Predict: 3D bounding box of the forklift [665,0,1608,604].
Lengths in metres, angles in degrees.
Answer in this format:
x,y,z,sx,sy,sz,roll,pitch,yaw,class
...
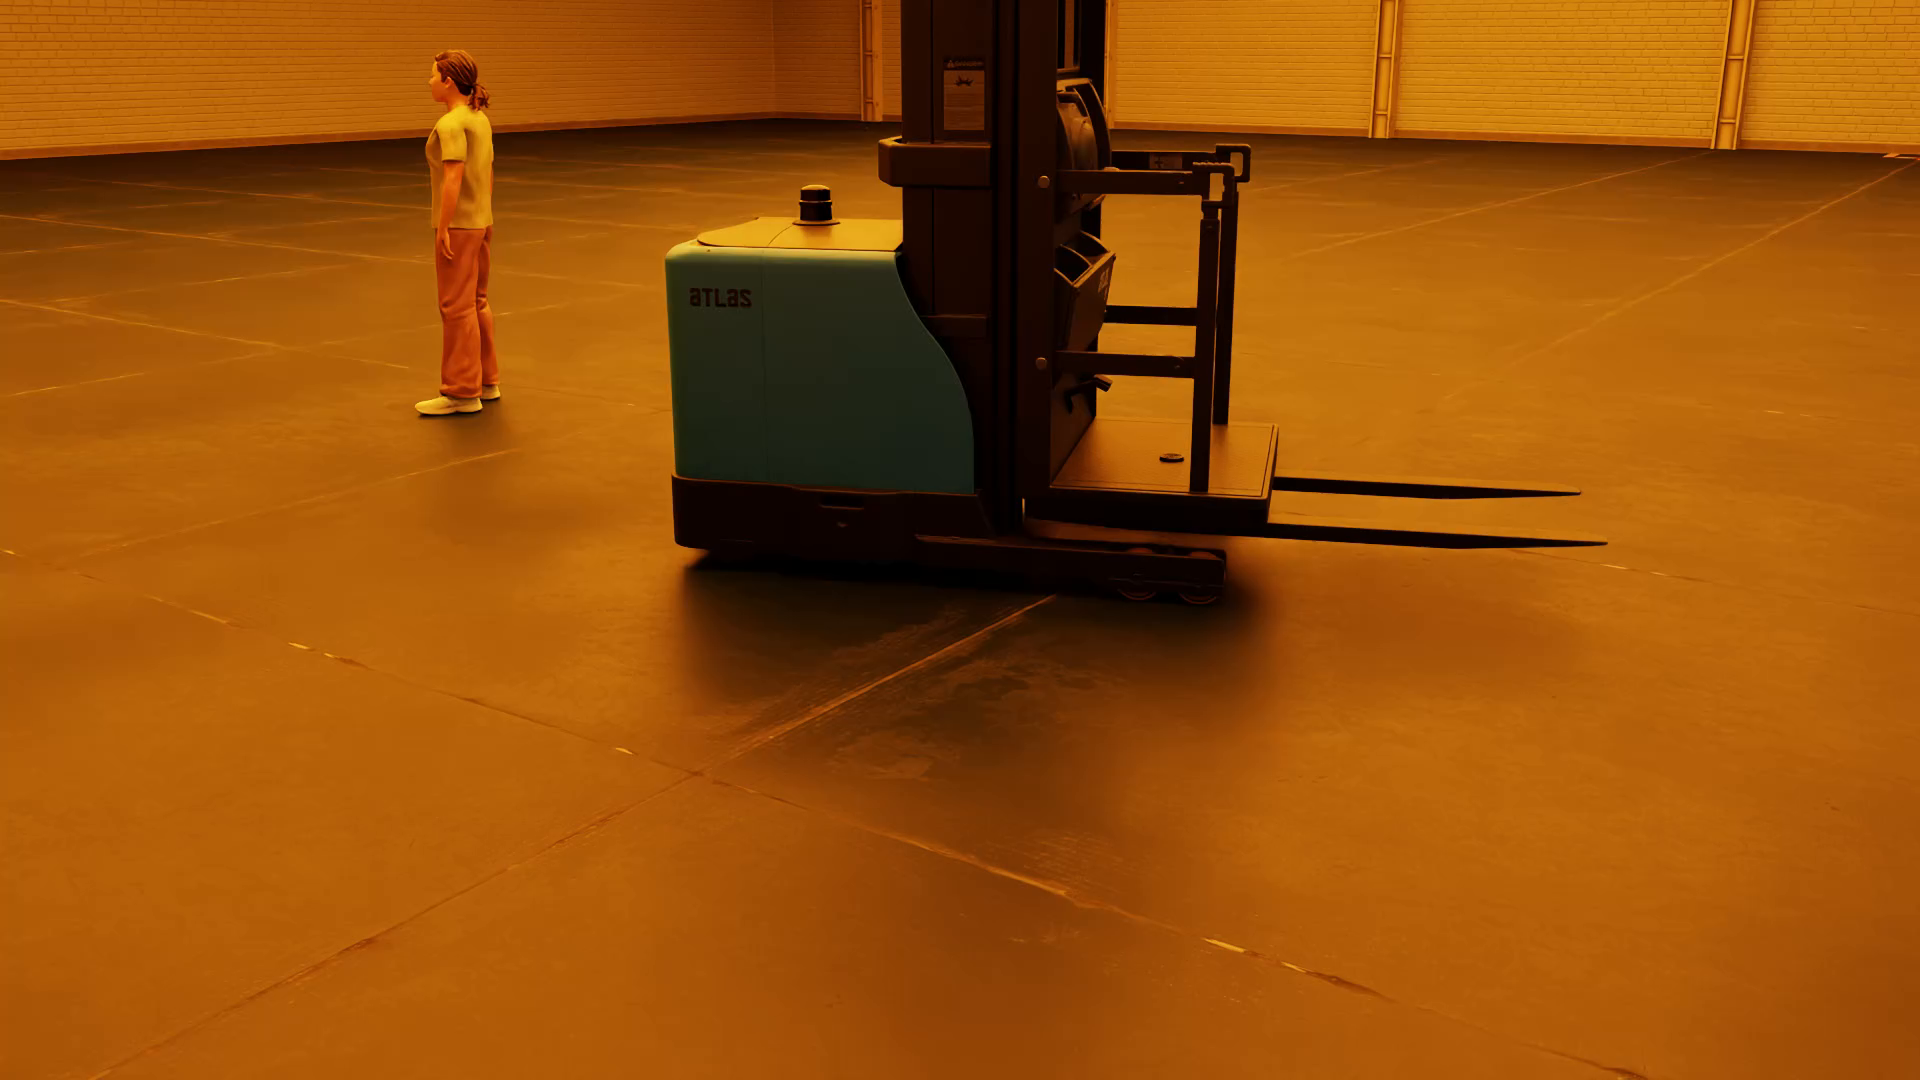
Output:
x,y,z,sx,sy,sz,roll,pitch,yaw,class
0.595,-1.367,5.404,3.031,2.935,1.130,4,17,12,forklift

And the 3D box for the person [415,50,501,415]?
x,y,z,sx,sy,sz,roll,pitch,yaw,class
-2.399,-1.472,7.949,0.401,1.674,0.591,0,17,0,person
